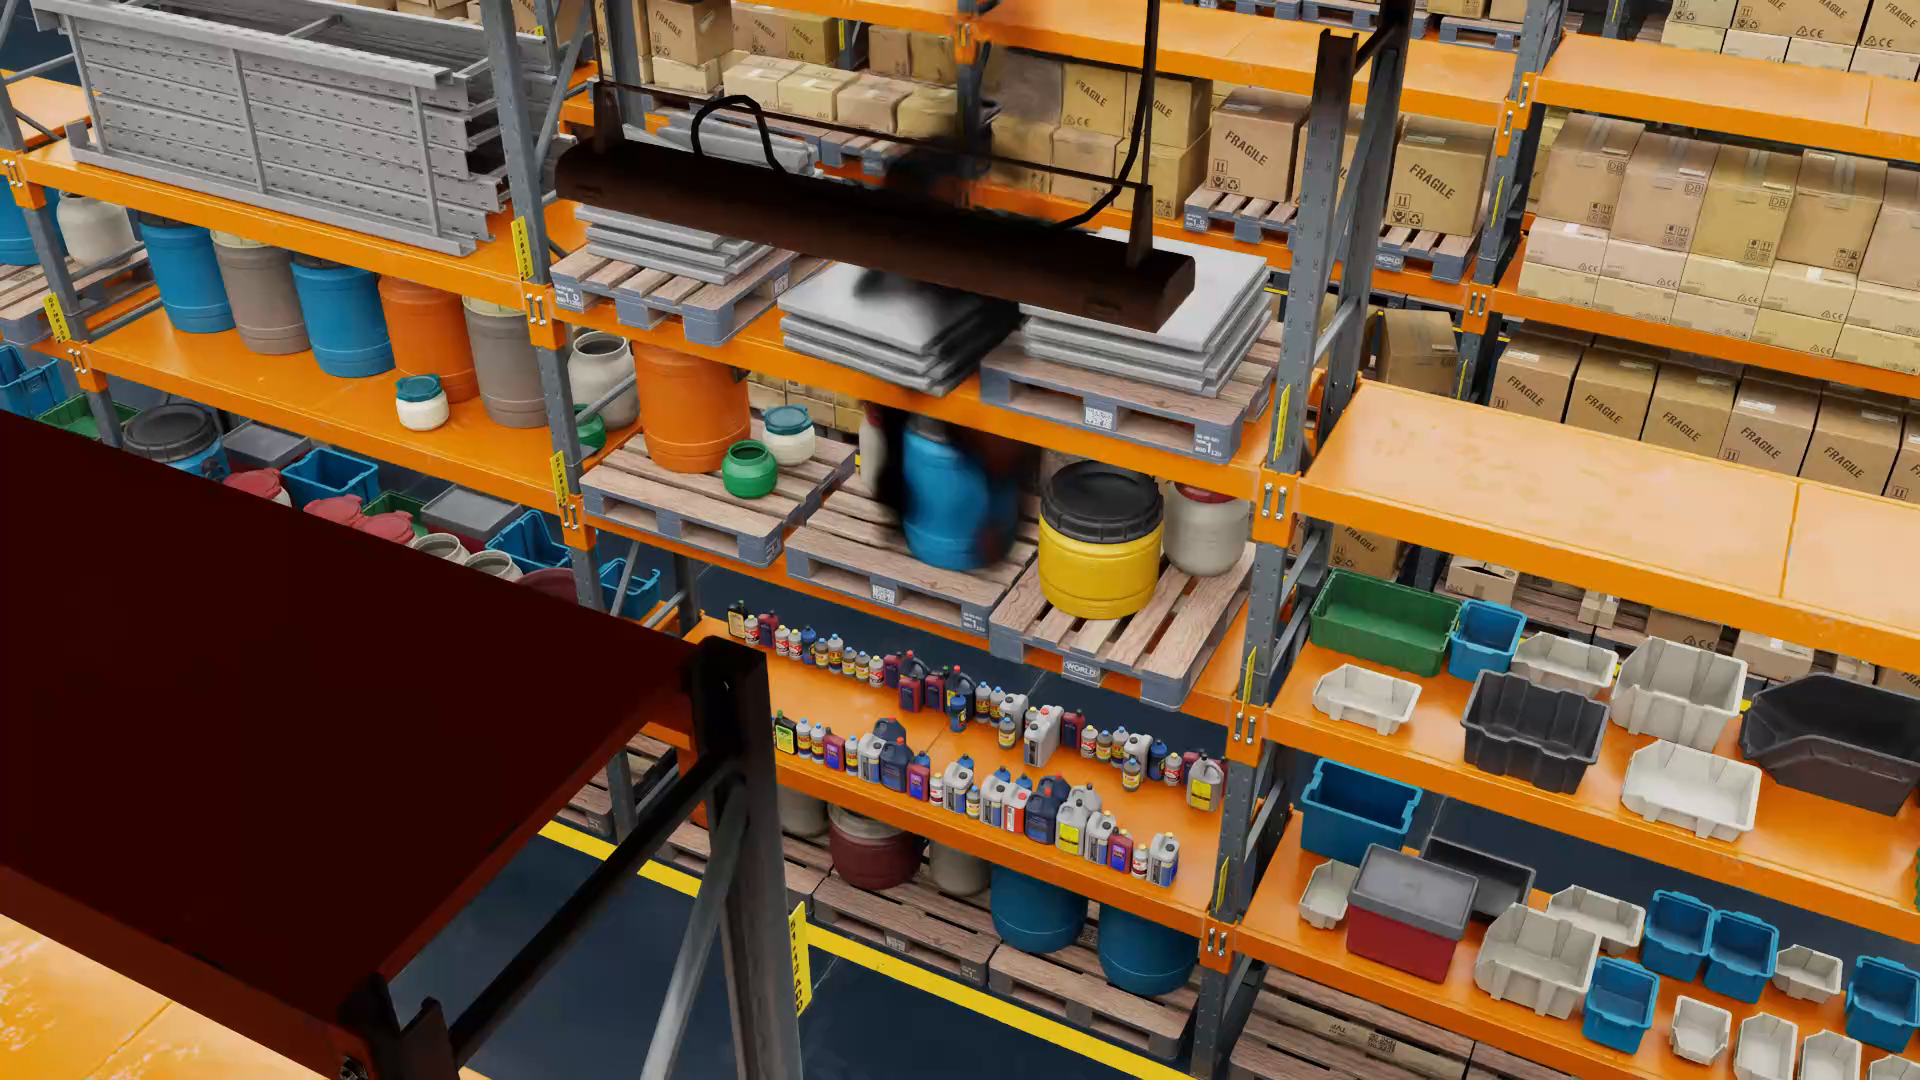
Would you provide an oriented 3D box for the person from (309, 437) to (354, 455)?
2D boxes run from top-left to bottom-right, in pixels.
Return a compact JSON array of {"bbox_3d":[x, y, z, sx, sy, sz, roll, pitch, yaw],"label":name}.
[{"bbox_3d":[-5.579,-1.327,14.288,0.573,1.728,0.654,11,37,16],"label":"person"}]
